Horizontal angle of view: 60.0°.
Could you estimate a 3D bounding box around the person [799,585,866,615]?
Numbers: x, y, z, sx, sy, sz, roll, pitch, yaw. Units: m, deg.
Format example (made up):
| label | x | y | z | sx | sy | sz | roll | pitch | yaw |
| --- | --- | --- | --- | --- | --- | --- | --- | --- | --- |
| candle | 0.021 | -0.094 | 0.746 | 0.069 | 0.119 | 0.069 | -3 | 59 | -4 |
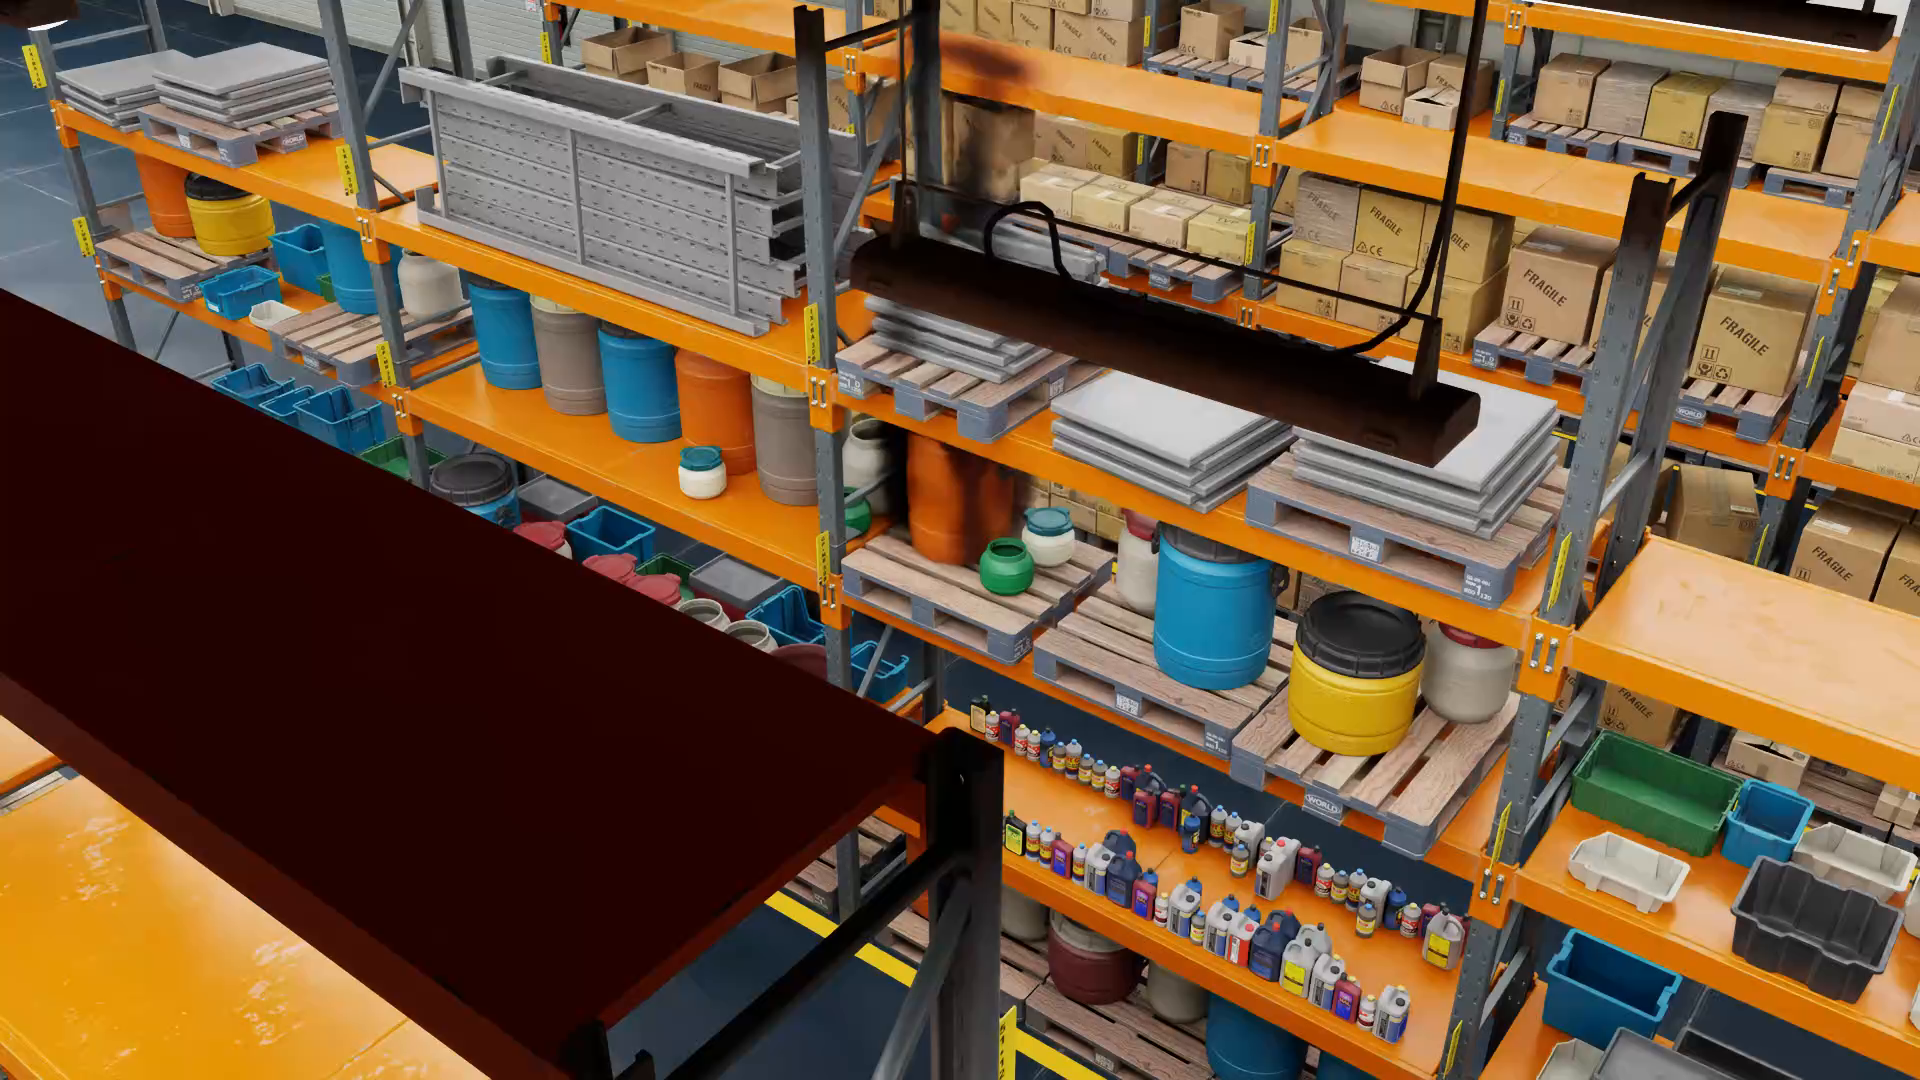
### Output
| label | x | y | z | sx | sy | sz | roll | pitch | yaw |
| --- | --- | --- | --- | --- | --- | --- | --- | --- | --- |
| person | -1.054 | -0.089 | 13.735 | 0.907 | 1.753 | 0.635 | 11 | 33 | 18 |
